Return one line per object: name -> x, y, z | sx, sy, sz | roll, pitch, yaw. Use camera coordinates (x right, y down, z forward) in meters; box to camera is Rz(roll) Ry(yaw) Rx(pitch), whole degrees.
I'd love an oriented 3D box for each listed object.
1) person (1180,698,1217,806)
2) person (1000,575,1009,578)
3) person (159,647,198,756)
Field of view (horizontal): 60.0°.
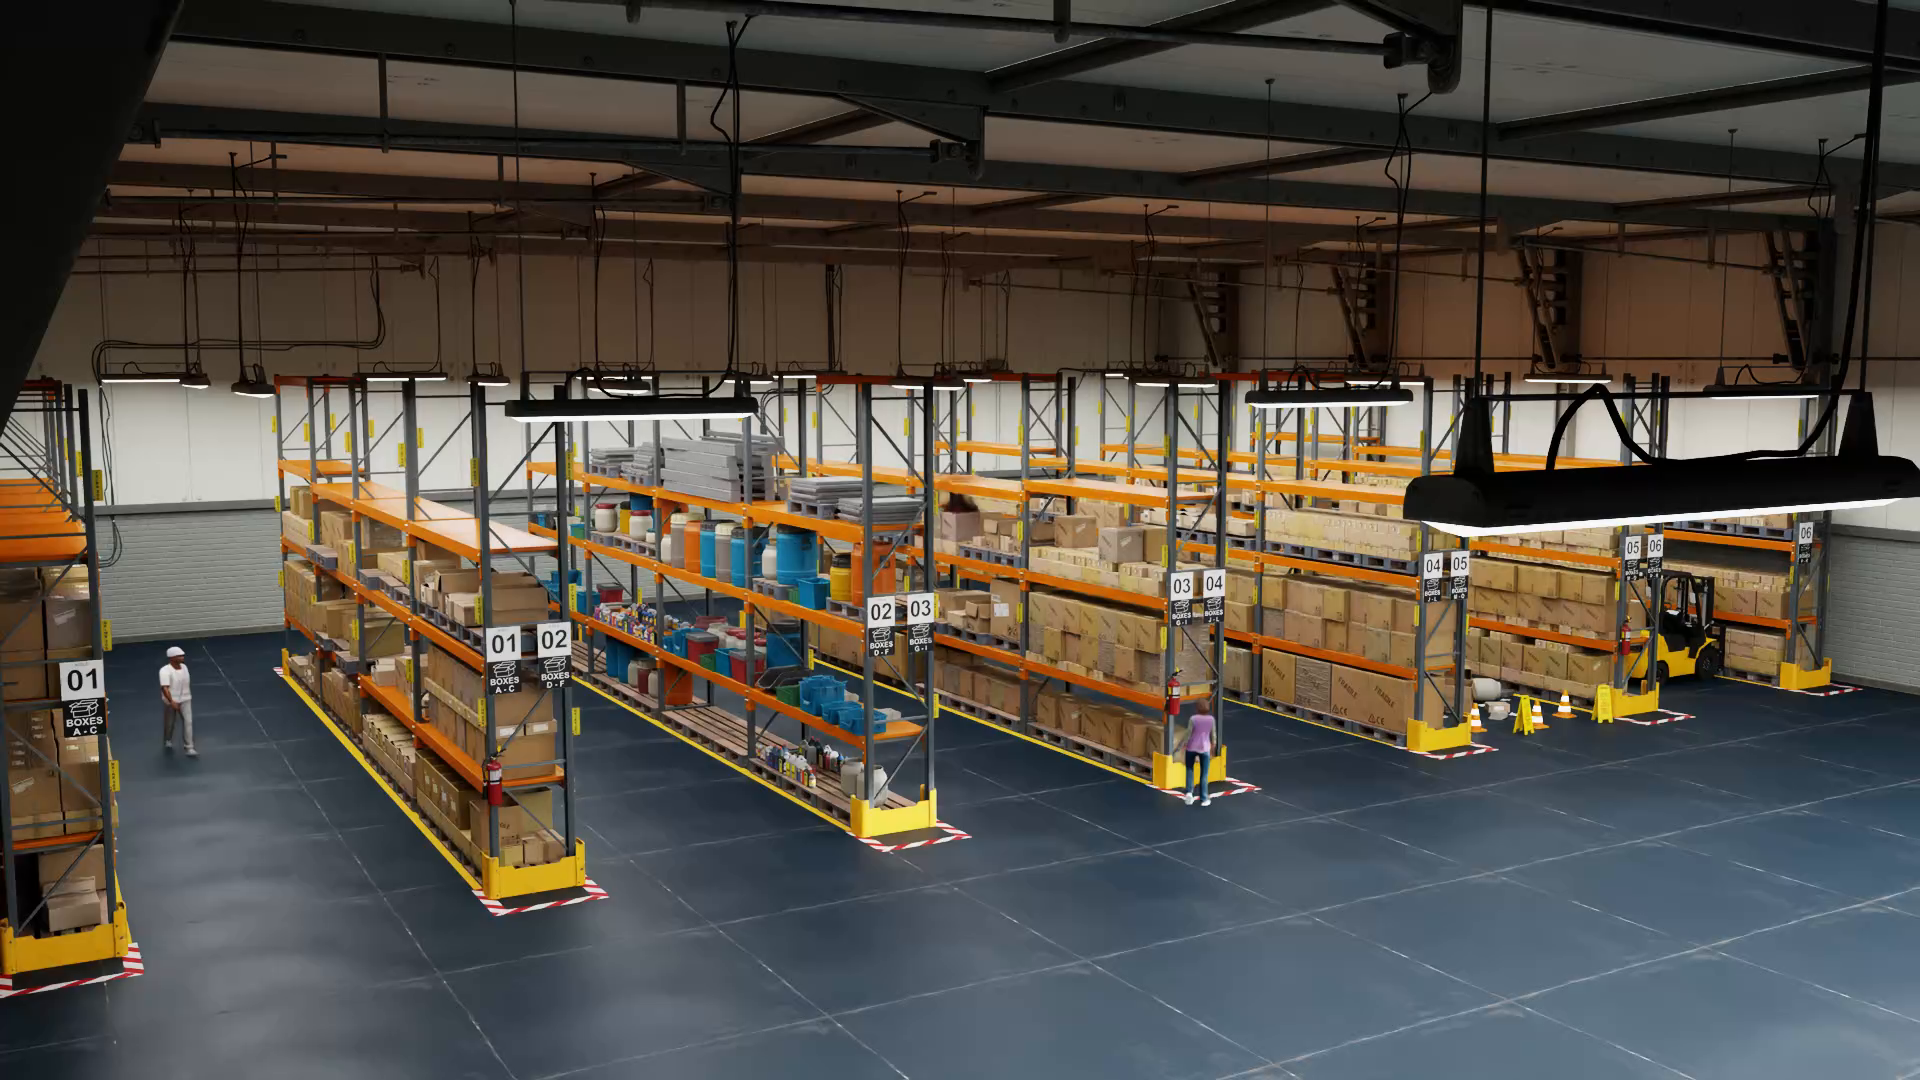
person -> 3.368, 2.993, 23.479 | 0.499, 1.569, 0.470 | 2, 6, 15
person -> 1.018, 1.547, 35.768 | 0.532, 1.722, 1.060 | -4, 7, -31
person -> -12.528, 2.564, 26.578 | 0.485, 1.714, 1.010 | -5, 8, -37
